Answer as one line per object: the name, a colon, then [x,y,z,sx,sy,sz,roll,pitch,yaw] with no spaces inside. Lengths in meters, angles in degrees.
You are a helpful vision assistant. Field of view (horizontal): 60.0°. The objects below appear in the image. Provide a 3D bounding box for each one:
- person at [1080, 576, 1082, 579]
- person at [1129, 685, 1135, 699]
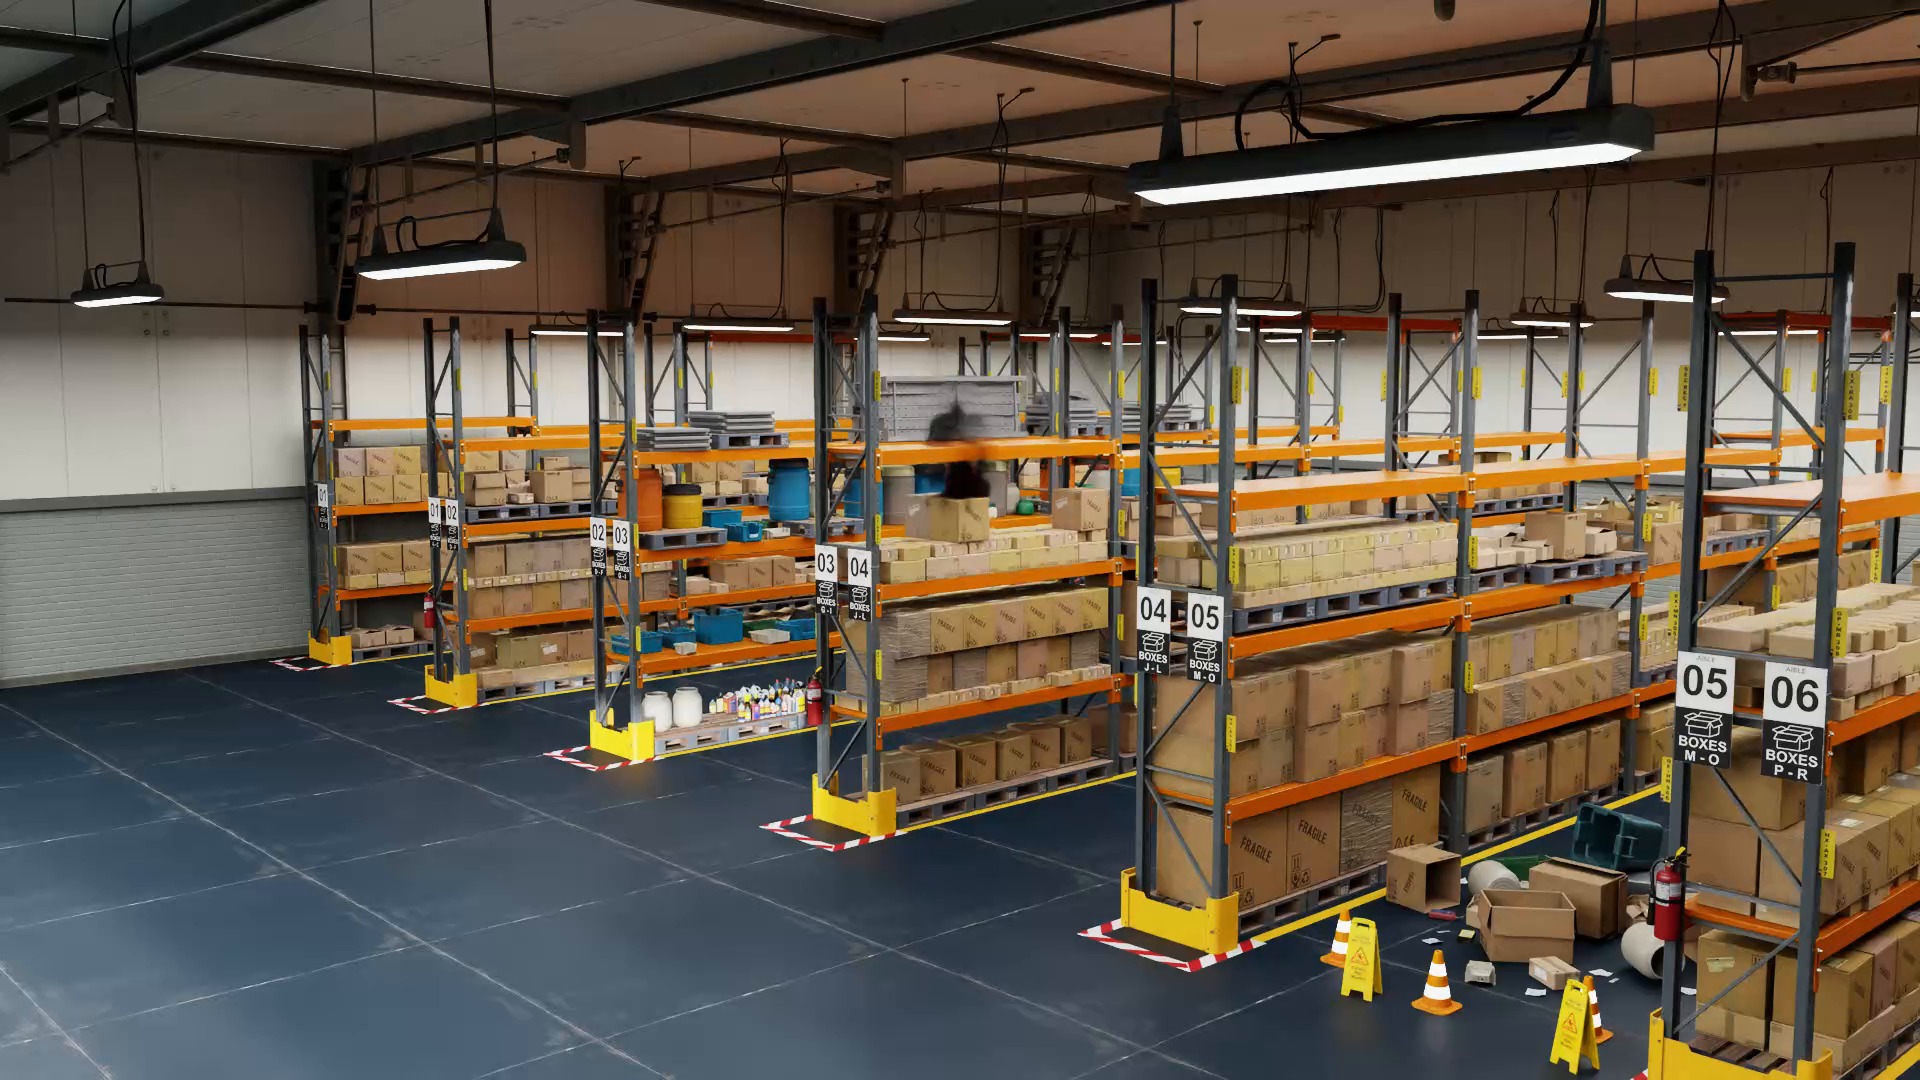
person: [2.591,1.016,33.103,0.606,1.611,0.571,5,8,42]
person: [2.463,1.801,24.981,0.631,1.796,0.754,4,7,37]
